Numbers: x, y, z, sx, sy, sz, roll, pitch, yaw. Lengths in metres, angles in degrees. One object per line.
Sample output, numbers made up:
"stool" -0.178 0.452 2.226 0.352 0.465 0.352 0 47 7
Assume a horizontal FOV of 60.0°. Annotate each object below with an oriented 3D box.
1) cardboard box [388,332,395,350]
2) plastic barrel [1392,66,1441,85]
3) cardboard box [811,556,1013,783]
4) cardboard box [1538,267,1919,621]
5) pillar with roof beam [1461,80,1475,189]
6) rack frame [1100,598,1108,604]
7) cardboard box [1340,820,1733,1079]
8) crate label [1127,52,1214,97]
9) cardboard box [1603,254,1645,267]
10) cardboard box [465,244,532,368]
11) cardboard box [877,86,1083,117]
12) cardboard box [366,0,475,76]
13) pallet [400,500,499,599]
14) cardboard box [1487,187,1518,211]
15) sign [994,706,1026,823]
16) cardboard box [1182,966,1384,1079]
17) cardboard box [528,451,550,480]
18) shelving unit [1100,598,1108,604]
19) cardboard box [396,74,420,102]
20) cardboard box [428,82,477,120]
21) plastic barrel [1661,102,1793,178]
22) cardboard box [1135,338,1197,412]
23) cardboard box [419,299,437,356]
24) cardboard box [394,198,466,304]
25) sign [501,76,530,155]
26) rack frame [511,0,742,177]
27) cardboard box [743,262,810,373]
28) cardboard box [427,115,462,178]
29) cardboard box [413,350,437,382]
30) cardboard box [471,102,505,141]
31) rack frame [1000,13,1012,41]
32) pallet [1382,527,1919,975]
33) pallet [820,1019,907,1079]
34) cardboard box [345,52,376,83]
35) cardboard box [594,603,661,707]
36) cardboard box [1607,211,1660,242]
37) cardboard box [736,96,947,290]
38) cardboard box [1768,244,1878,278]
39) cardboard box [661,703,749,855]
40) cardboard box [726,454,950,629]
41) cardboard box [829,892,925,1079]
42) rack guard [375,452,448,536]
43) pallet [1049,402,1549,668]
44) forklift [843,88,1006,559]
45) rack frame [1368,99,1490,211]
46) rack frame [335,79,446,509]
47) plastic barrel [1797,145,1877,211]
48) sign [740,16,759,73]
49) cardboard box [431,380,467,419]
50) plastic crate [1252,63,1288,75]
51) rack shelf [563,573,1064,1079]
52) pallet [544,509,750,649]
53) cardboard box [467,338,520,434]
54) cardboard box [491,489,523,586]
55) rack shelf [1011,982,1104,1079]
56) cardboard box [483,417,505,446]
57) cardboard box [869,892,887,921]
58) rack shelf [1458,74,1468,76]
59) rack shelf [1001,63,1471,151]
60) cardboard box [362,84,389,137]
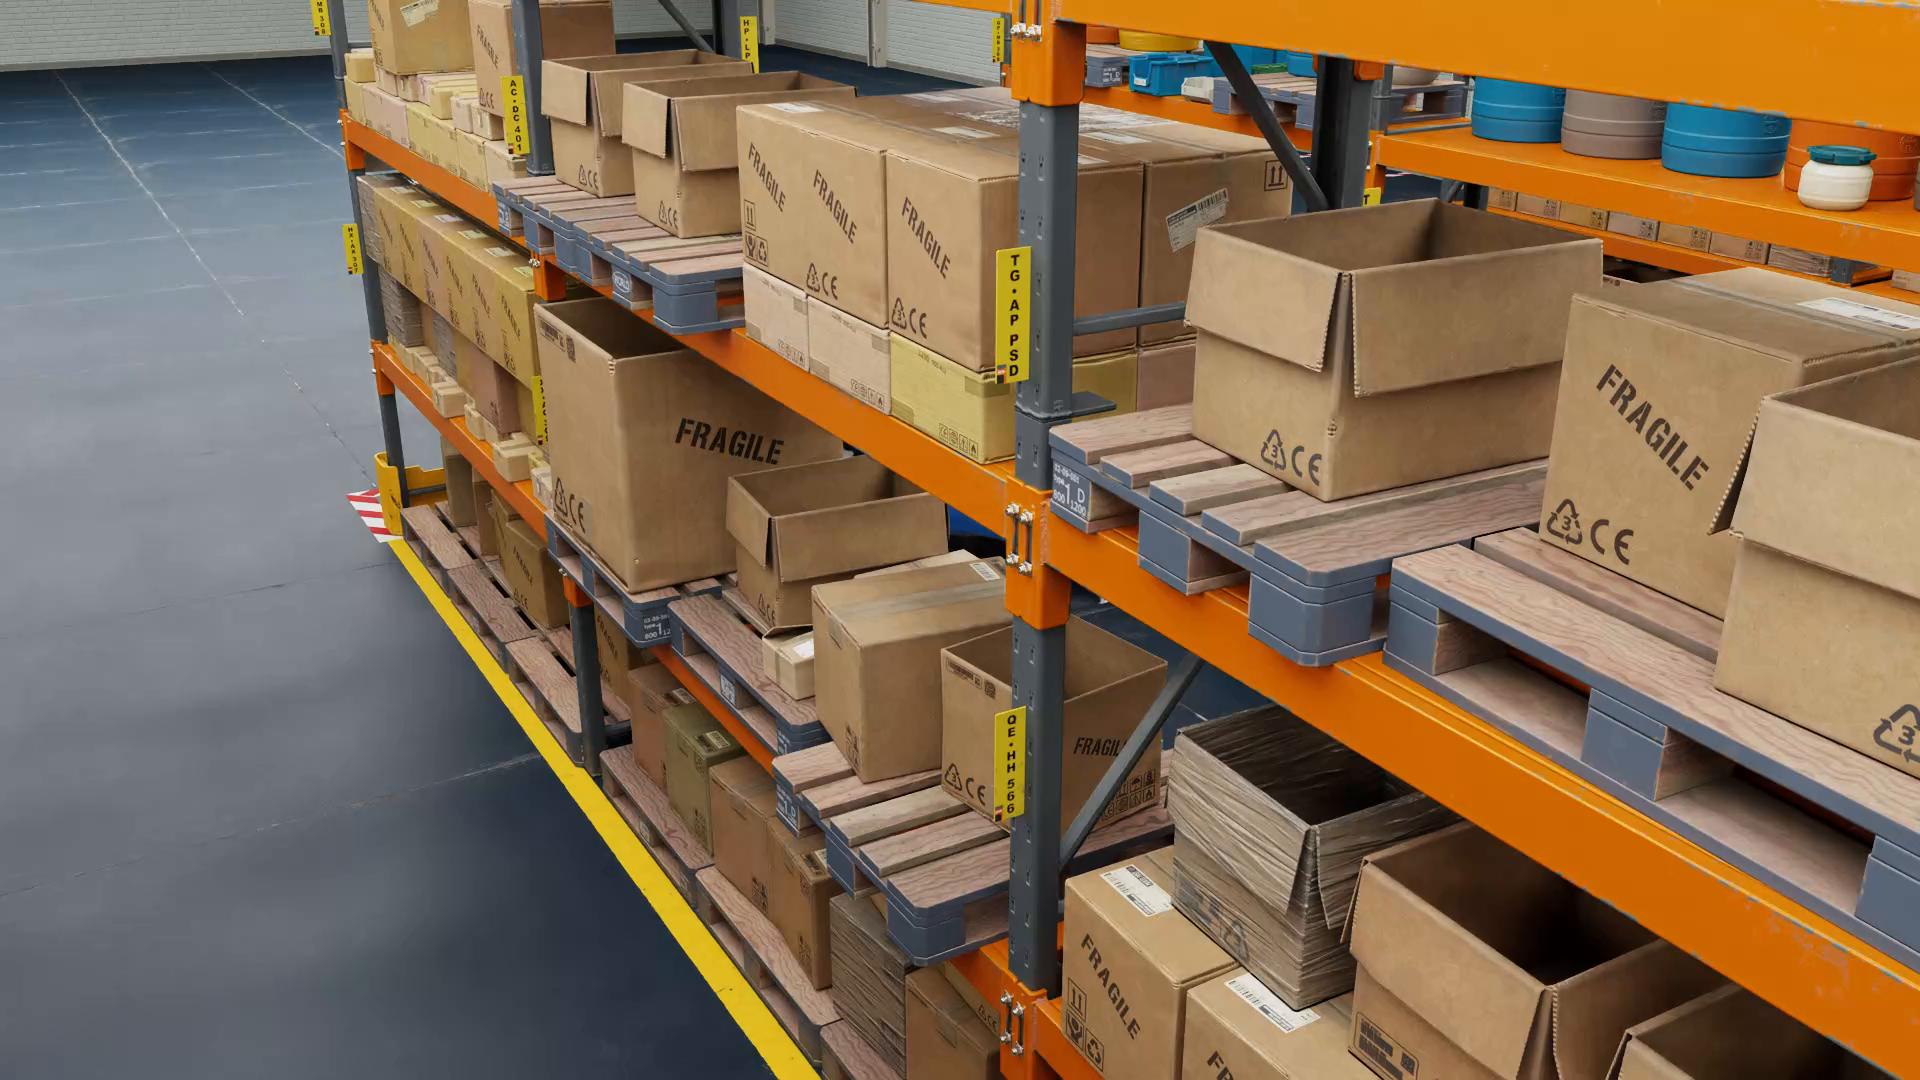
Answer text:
"cardboard box" -3.549 -1.345 10.970 0.380 0.149 0.250 -13 25 -28
"plastic barrel" 2.761 -3.070 10.192 0.421 0.512 0.421 0 22 0
"cardboard box" -0.084 0.421 5.602 0.700 0.500 0.500 -9 24 -20
"cardboard box" 1.487 -0.194 3.131 0.500 0.500 0.500 -11 25 -25
"pillar with roof beam" 3.621 -8.291 19.758 9.100 9.000 0.400 -13 25 -28
"rack frame" 0.980 -0.184 10.170 0.240 1.200 0.015 -12 25 -28
"cardboard box" 1.287 0.930 3.574 0.797 0.503 0.637 -12 25 -27
"crate label" 1.441 -3.203 11.423 0.502 0.251 0.408 -13 25 -28
"cardboard box" 6.082 -2.335 15.170 0.500 0.500 0.500 -13 25 -28
"cardboard box" -2.169 -1.206 8.440 0.500 0.500 0.500 -13 25 -28
"cardboard box" 0.059 -1.205 5.513 0.500 0.500 0.500 -13 26 -30
"cardboard box" -2.963 -2.872 9.219 0.500 0.500 0.500 -13 25 -28
"pallet" -3.066 -0.013 11.064 1.003 0.211 1.213 -13 25 -28
"cardboard box" 5.256 -3.396 15.551 0.700 0.500 0.500 -13 25 -28
"sign" 0.135 0.598 4.424 0.100 0.325 0.005 -13 25 -28
"cardboard box" 0.877 1.320 3.947 0.500 0.500 0.500 -13 26 -30
"cardboard box" -2.004 -0.377 8.588 0.380 0.149 0.250 -13 25 -28
"shelving unit" 0.858 -0.263 10.366 0.258 1.200 0.503 -12 25 -28
"cardboard box" -2.912 -2.543 9.271 0.380 0.149 0.250 -14 26 -31
"cardboard box" -2.538 -2.285 8.635 0.380 0.149 0.250 -11 25 -26
"plastic barrel" 3.926 -2.333 8.418 0.600 0.901 0.708 -13 25 -28
"cardboard box" 0.576 -0.531 4.850 0.500 0.250 0.500 -12 25 -27
"cardboard box" -2.874 -1.461 10.396 0.875 0.500 0.500 -13 25 -28
"cardboard box" -2.937 -1.692 9.634 0.500 0.500 0.500 -13 25 -28
"sign" -1.909 -1.827 7.152 0.100 0.325 0.005 -13 25 -28
"rack frame" -1.446 -3.084 6.948 1.000 3.000 0.127 -13 25 -28
"cardboard box" -0.376 -0.758 5.408 0.500 0.250 0.500 -12 25 -27
"cardboard box" -2.426 -2.057 8.604 0.500 0.250 0.500 -13 25 -29
"cardboard box" -3.177 -1.100 10.367 0.380 0.149 0.250 -13 25 -28
"cardboard box" -2.121 -2.028 8.003 0.380 0.149 0.250 -14 26 -31
"rack frame" 0.769 -5.331 12.477 1.000 3.000 0.127 -13 25 -28
"pallet" 1.545 0.248 2.985 1.003 0.211 1.213 -11 25 -26
"pallet" 0.199 2.029 6.040 1.003 0.211 1.213 -13 25 -28
"cardboard box" -3.498 -2.868 10.070 0.380 0.149 0.250 -12 25 -27
"cardboard box" -1.616 0.522 8.806 0.500 0.500 0.500 -13 26 -30
"cardboard box" 6.050 -2.896 14.319 0.700 0.500 0.500 -12 25 -27
"cardboard box" -0.373 -1.111 5.280 0.500 0.500 0.500 -12 25 -27
"cardboard box" 6.840 -2.398 13.094 0.700 0.500 0.500 -13 26 -30
"cardboard box" -0.924 1.011 7.577 0.700 0.500 0.500 -13 25 -29
"cardboard box" -0.481 -0.004 6.642 0.797 0.503 0.637 -10 24 -23
"cardboard box" -0.057 1.554 6.239 0.700 0.500 0.500 -15 27 -33
"rack guard" -3.451 -0.417 11.673 1.175 0.500 0.348 -13 25 -28
"pallet" 0.972 -0.114 3.875 1.213 0.211 1.003 -11 25 -26
"forklift" -0.618 -1.468 11.029 3.031 2.935 1.130 11 25 26
"rack frame" 2.812 -1.257 10.421 1.000 3.000 0.127 -13 25 -28
"rack frame" -3.489 -1.599 11.263 1.000 3.000 0.127 -13 25 -28
"plastic barrel" 4.005 -1.655 7.599 0.301 0.262 0.301 0 22 0
"sign" -0.971 -2.224 7.606 0.100 0.325 0.005 -13 25 -28
"cardboard box" -2.866 -0.841 9.730 0.380 0.149 0.250 -13 25 -28
"plastic crate" 2.240 -3.112 11.282 0.336 0.188 0.450 -13 25 -28
"rack shelf" -0.424 0.676 6.620 1.077 0.370 4.000 -13 25 -28
"pallet" -1.181 0.060 7.436 1.003 0.211 1.213 -13 25 -28
"cardboard box" -2.190 -0.957 9.155 0.875 0.500 0.500 -13 25 -28
"cardboard box" -2.546 -0.037 10.182 0.500 0.500 0.500 -10 24 -23
"rack shelf" 1.619 1.971 3.434 1.077 0.370 4.000 -13 25 -28
"cardboard box" -2.405 -0.615 9.176 0.380 0.149 0.250 -13 25 -28
"cardboard box" -0.051 1.216 6.075 0.500 0.250 0.500 -10 24 -22
"rack shelf" 6.050 -3.913 13.926 1.077 0.370 4.000 -13 25 -28
"rack shelf" 1.790 -2.961 11.585 1.077 0.370 4.000 -13 25 -28
"cardboard box" -3.197 -2.548 9.812 0.500 0.250 0.500 -13 26 -29
